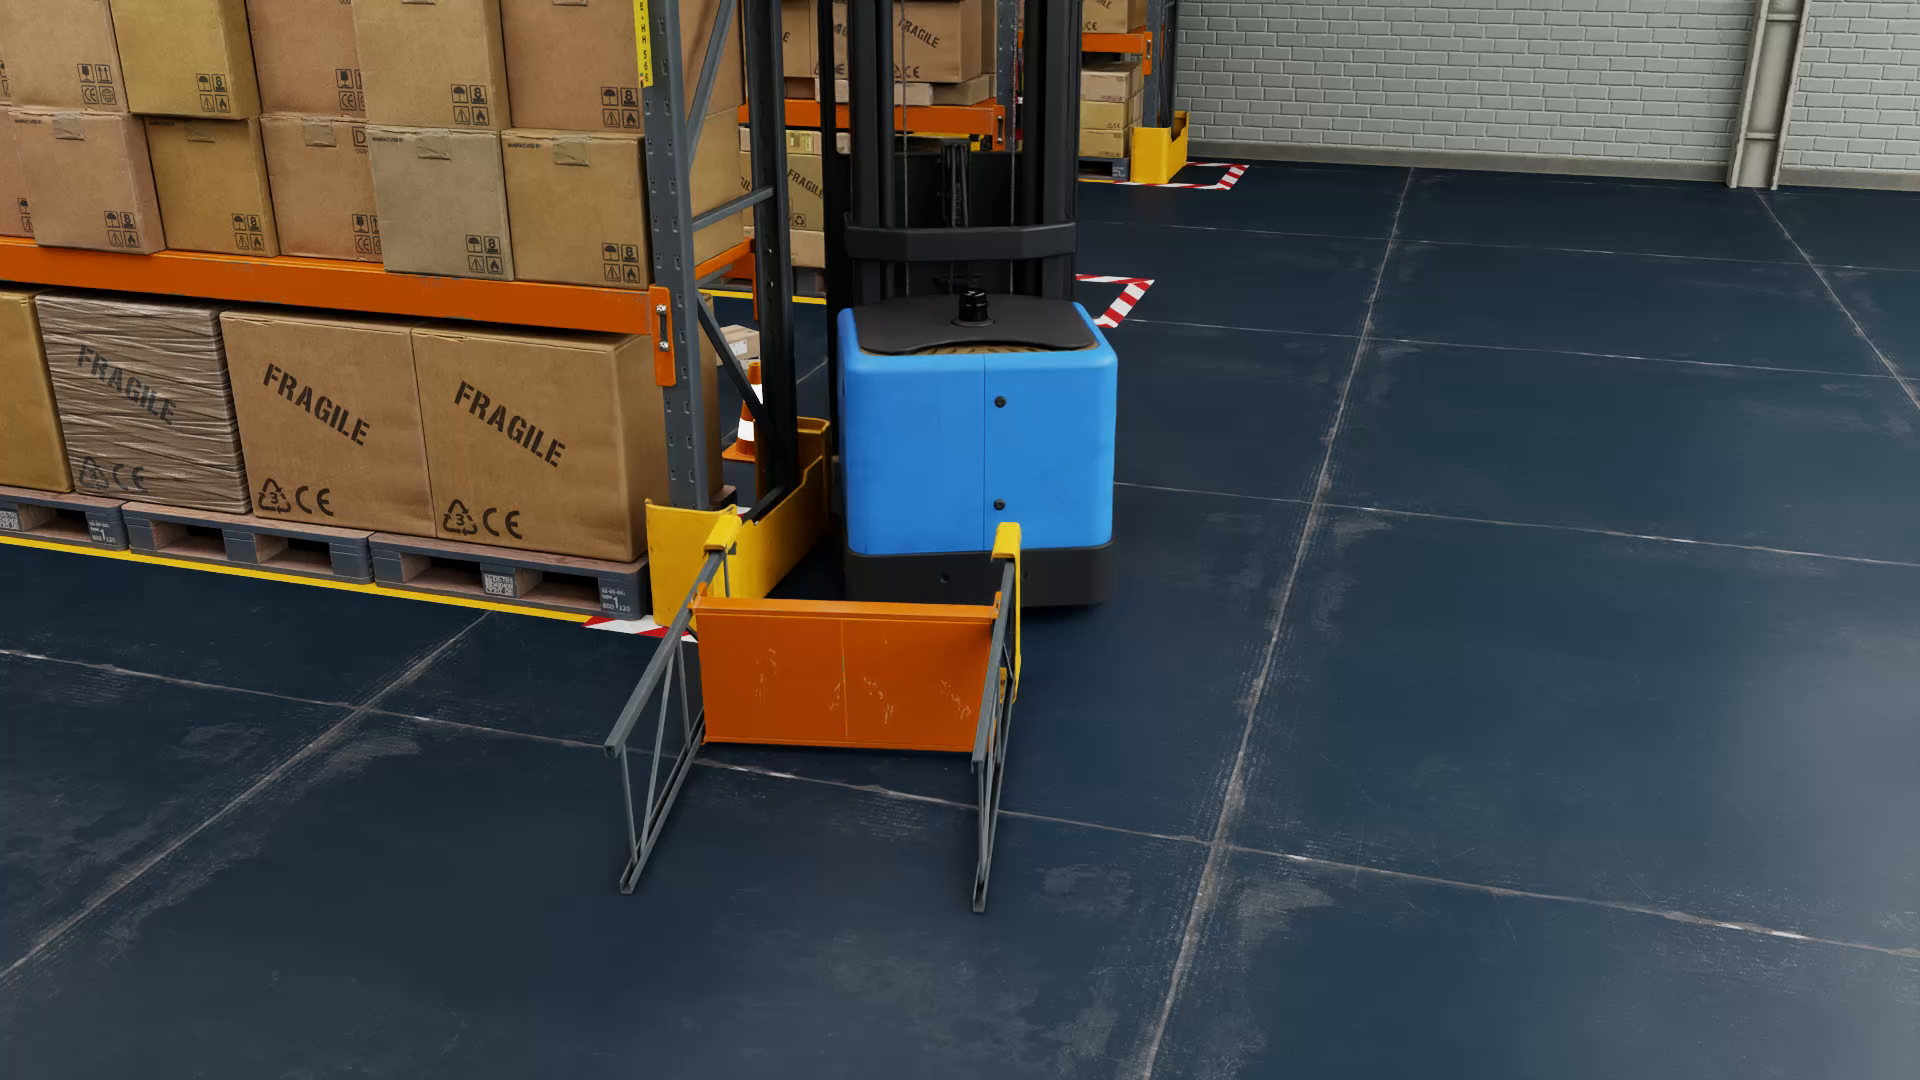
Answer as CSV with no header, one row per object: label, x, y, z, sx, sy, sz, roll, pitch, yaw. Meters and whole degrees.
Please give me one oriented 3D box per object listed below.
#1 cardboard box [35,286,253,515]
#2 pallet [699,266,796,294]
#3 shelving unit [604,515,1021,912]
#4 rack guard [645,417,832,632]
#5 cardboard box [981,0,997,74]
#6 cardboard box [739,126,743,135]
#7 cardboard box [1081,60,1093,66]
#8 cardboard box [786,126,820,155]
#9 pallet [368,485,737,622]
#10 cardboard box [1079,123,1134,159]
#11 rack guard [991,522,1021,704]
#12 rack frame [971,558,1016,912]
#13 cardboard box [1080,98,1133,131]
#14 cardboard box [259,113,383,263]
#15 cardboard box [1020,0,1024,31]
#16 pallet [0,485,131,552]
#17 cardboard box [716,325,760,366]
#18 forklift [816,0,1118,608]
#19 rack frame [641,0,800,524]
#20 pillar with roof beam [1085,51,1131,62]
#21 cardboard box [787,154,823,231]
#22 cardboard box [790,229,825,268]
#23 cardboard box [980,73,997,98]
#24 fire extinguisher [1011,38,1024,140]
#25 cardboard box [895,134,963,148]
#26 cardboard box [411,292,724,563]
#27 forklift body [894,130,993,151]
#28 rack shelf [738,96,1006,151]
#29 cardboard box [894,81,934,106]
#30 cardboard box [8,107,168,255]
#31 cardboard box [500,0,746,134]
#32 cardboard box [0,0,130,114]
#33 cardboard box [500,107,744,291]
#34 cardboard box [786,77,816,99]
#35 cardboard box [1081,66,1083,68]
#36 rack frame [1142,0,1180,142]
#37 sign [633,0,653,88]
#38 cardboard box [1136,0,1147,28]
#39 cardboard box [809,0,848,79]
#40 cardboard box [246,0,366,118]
cardboard box,-3.286,-0.712,7.299,0.875,0.875,0.875,7,23,16
pallet,-1.574,-2.018,11.911,1.213,0.211,1.003,7,23,16
shelving unit,-0.393,0.499,5.312,1.083,0.587,1.500,2,24,5
rack guard,-0.880,-0.095,6.842,0.348,0.500,1.175,7,23,16
cardboard box,0.057,-3.400,11.082,0.500,0.500,0.500,6,23,15
cardboard box,-1.779,-2.693,11.964,0.500,0.500,0.500,8,24,18
cardboard box,0.976,-4.427,15.862,0.500,0.250,0.500,7,23,16
cardboard box,-1.022,-2.670,11.054,0.250,0.149,0.380,7,23,16
pallet,-1.691,-0.023,7.048,1.213,0.211,1.003,7,23,15
cardboard box,1.320,-3.726,15.471,0.500,0.250,0.500,7,23,16
rack guard,0.163,0.257,5.833,0.087,0.587,0.250,2,24,5
rack frame,0.122,0.514,5.264,0.032,0.500,1.500,2,24,5
cardboard box,1.304,-3.960,15.383,0.500,0.250,0.500,6,23,15
cardboard box,-2.304,-1.507,6.793,0.550,0.550,0.875,7,23,16
cardboard box,0.820,-4.932,15.210,0.500,0.500,0.500,7,23,17
pallet,-4.027,-0.290,7.700,1.213,0.211,1.003,7,23,15
cardboard box,-1.407,-1.154,9.887,0.380,0.149,0.250,-20,29,-39
forklift,-0.068,-1.593,7.292,1.130,2.935,3.031,-2,22,-6
rack frame,-0.903,-1.254,6.374,0.127,3.000,1.000,7,23,16
pillar with roof beam,0.211,-6.482,11.216,0.400,9.000,9.100,7,23,16
cardboard box,-0.912,-2.381,11.205,0.500,0.500,0.500,7,23,17
cardboard box,-0.915,-2.036,11.351,0.500,0.250,0.500,7,23,16
cardboard box,0.165,-3.060,11.107,0.250,0.149,0.380,7,23,16
fire extinguisher,0.407,-2.848,10.361,0.183,0.674,0.296,7,23,16
cardboard box,-0.285,-2.524,11.552,0.500,0.500,0.500,6,23,14
cardboard box,-1.571,-0.515,6.820,0.875,0.875,0.875,7,23,16
forklift body,-0.482,-4.020,14.235,1.214,2.155,2.313,7,23,16
rack shelf,-1.484,-2.950,11.456,4.000,0.370,1.077,7,23,16
cardboard box,-0.264,-2.898,10.713,0.250,0.149,0.380,6,23,15
cardboard box,-3.359,-1.571,6.951,0.550,0.550,0.875,7,23,16
cardboard box,-1.247,-1.877,6.274,0.550,0.550,0.875,7,23,16
cardboard box,-3.351,-2.081,6.770,0.550,0.550,0.875,7,23,16
cardboard box,-1.271,-1.347,6.405,0.550,0.550,0.875,7,23,16
cardboard box,-0.963,-3.030,11.036,0.250,0.149,0.380,7,23,16
cardboard box,0.839,-4.243,15.413,0.500,0.250,0.500,7,23,16
rack frame,1.861,-4.867,15.183,0.127,3.000,1.000,7,23,16
sign,-1.073,-1.703,5.632,0.005,0.325,0.100,7,23,16
cardboard box,1.467,-5.069,15.542,0.500,0.500,0.500,7,23,17
cardboard box,-0.647,-3.263,10.749,0.500,0.500,0.500,7,23,16
cardboard box,-2.297,-2.015,6.609,0.550,0.550,0.875,7,23,16
